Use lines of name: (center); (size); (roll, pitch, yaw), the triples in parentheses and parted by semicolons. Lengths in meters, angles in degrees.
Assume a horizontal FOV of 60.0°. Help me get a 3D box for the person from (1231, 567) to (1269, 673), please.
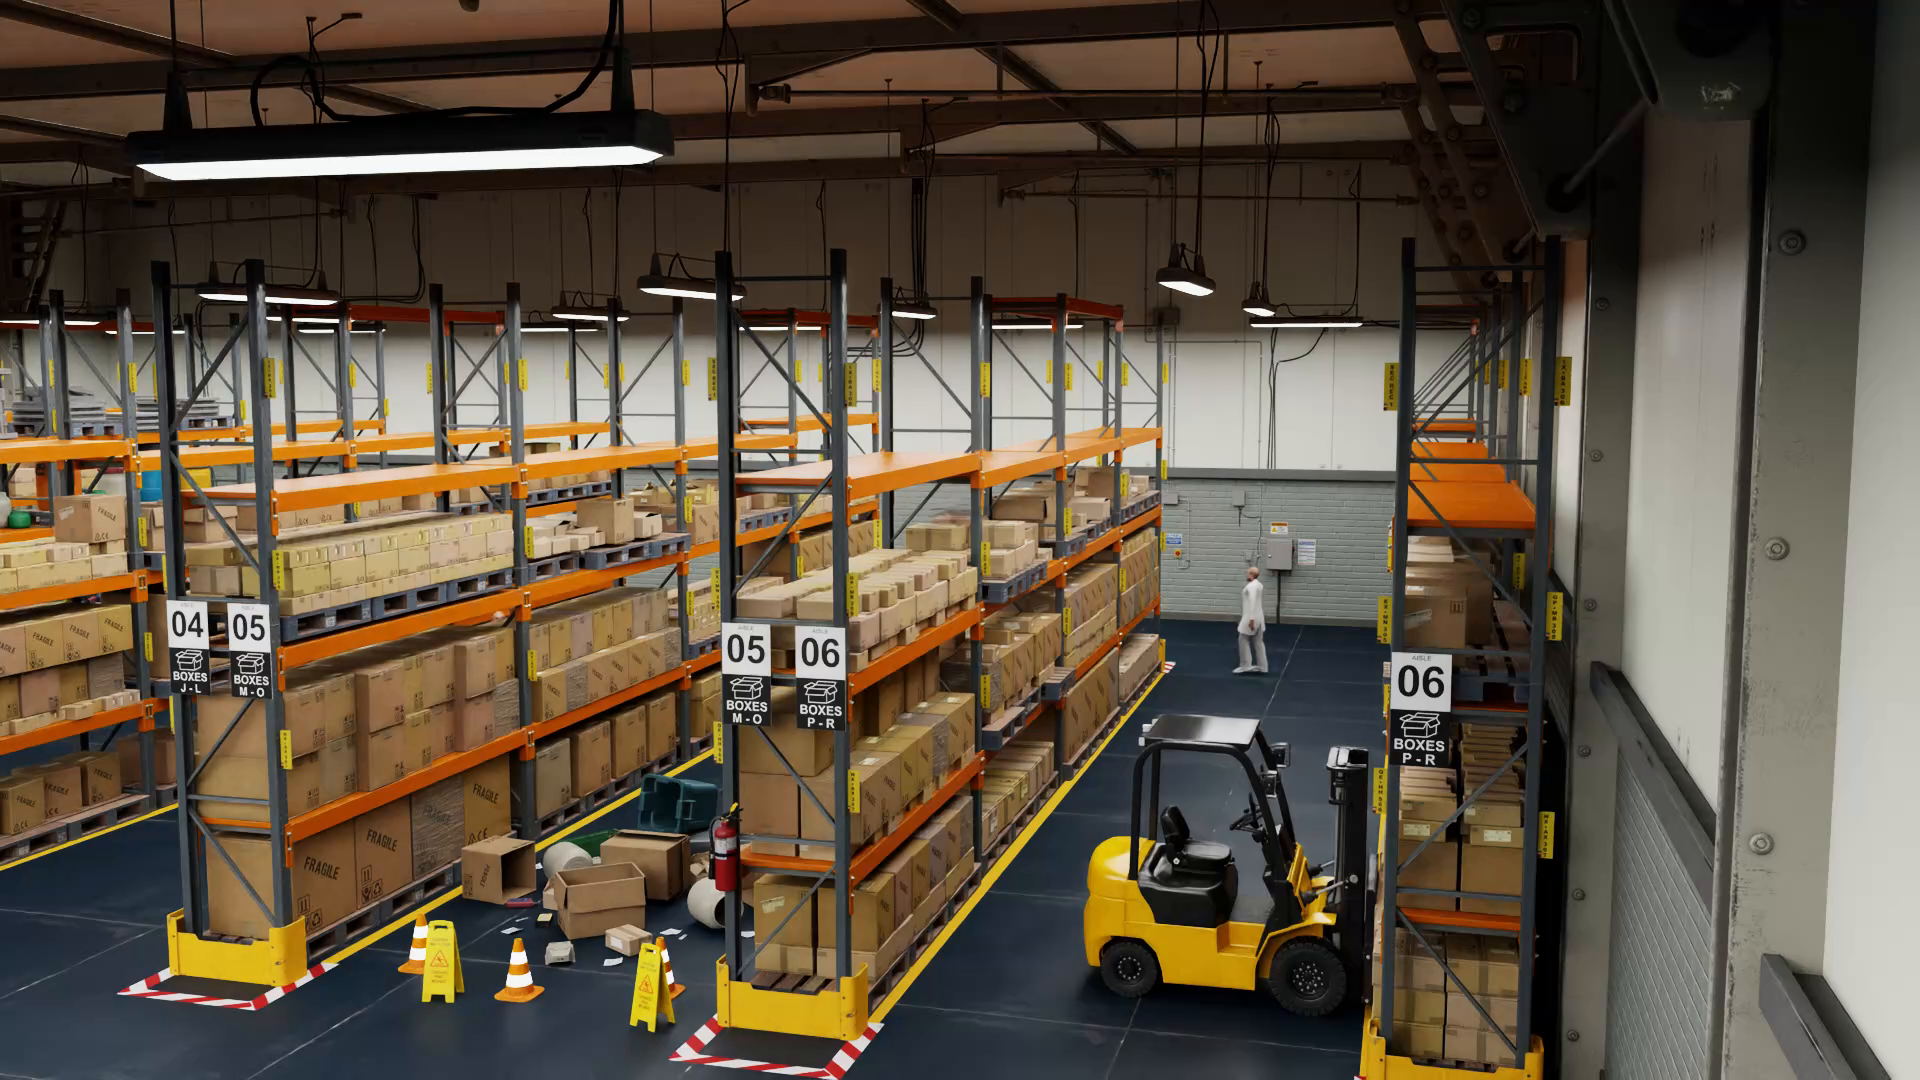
person: (4.902, 1.356, 27.864); (0.642, 1.825, 0.643); (4, 7, 35)

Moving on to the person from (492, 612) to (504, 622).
person: (-6.495, 1.845, 23.411); (0.505, 1.679, 1.017); (1, 6, 6)
